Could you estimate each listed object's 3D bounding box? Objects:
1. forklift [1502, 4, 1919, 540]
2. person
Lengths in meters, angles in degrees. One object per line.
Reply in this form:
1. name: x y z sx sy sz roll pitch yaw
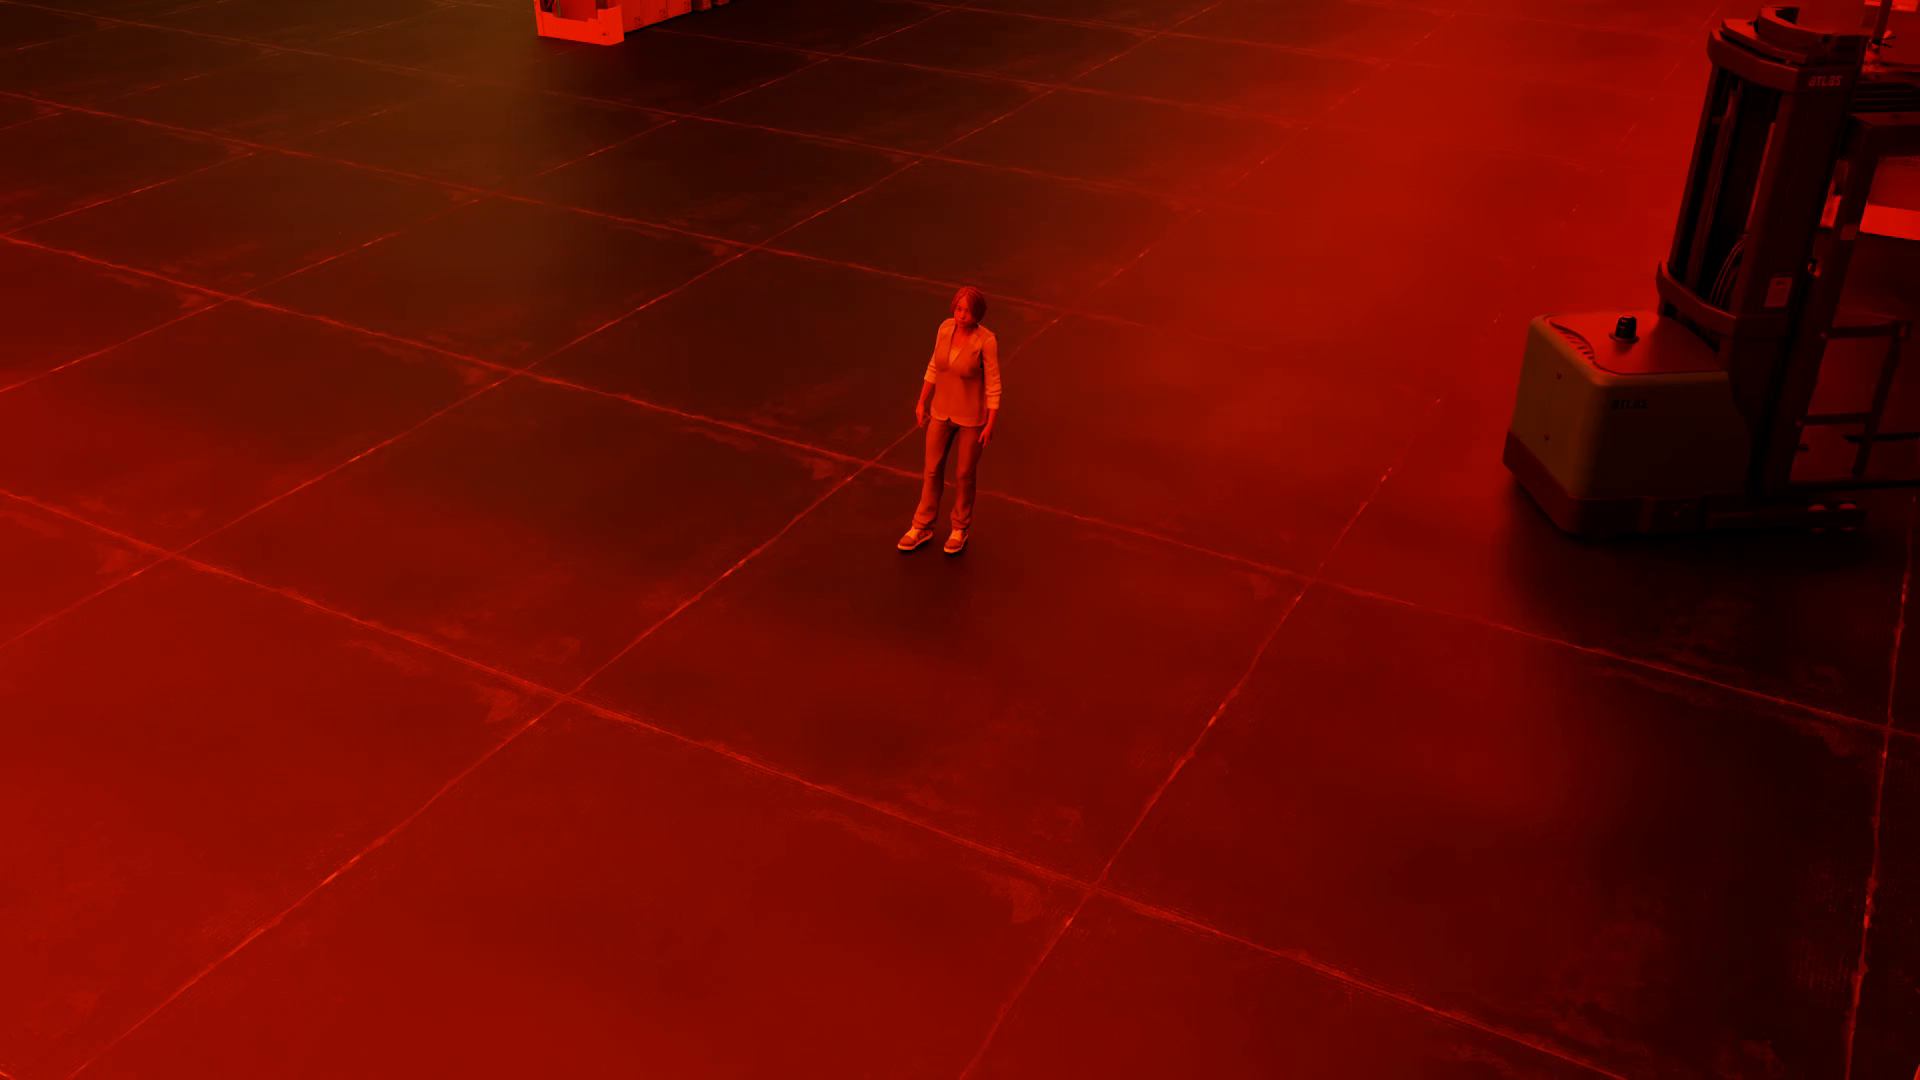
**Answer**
1. forklift: 5.052 -1.576 9.801 3.031 2.935 1.130 -3 30 -5
2. person: -0.049 -0.669 9.549 0.520 1.599 0.473 15 33 25
